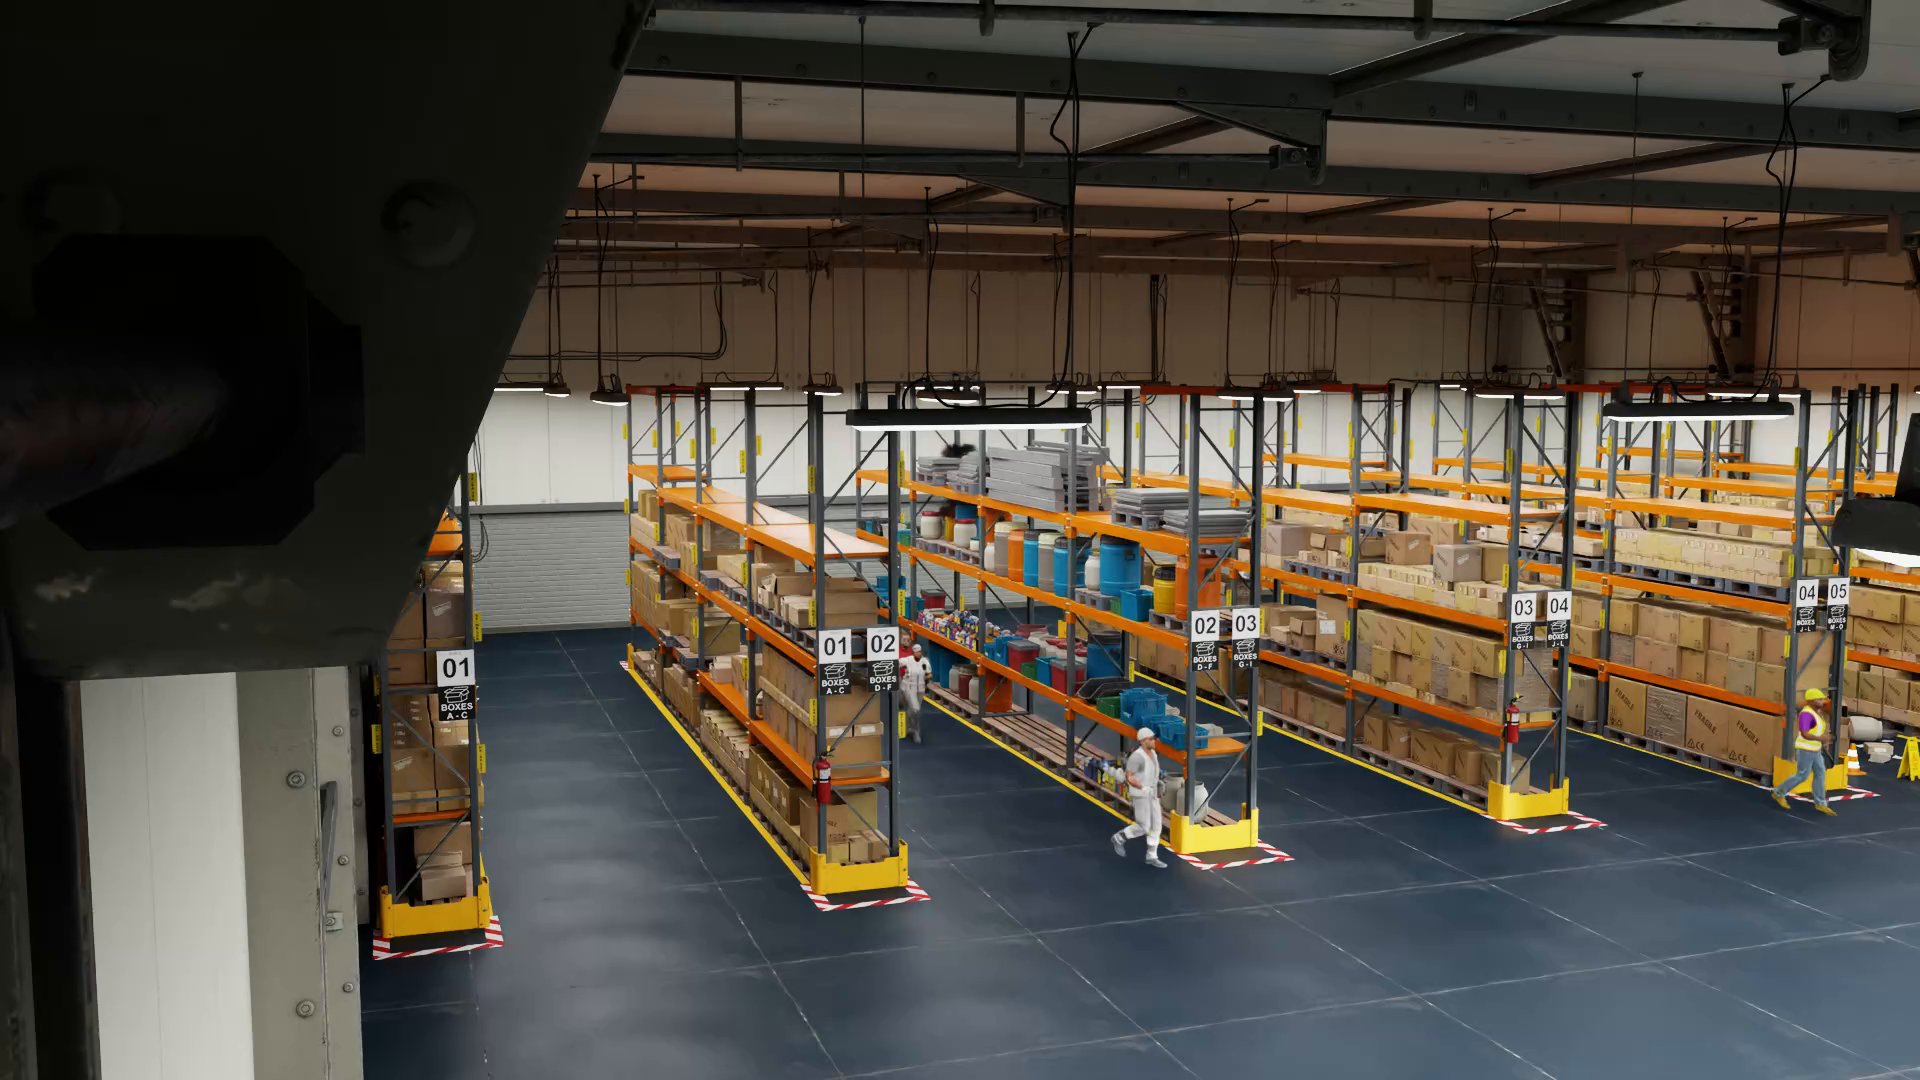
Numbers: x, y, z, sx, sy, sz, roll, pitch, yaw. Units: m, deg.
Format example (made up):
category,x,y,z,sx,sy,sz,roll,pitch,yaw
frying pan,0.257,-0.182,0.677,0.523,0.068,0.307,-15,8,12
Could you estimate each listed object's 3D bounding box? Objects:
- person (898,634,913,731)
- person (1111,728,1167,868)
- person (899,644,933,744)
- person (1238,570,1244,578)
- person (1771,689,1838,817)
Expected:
category,x,y,z,sx,sy,sz,roll,pitch,yaw
person,-0.928,2.489,29.167,0.677,1.690,0.926,-2,6,-15
person,2.313,3.266,21.236,0.765,1.777,0.659,4,7,36
person,-0.798,2.597,28.328,0.626,1.705,0.830,-3,7,-25
person,6.767,1.313,40.983,0.510,1.557,0.589,4,7,33
person,12.079,2.991,23.697,0.850,1.777,0.724,5,8,40
